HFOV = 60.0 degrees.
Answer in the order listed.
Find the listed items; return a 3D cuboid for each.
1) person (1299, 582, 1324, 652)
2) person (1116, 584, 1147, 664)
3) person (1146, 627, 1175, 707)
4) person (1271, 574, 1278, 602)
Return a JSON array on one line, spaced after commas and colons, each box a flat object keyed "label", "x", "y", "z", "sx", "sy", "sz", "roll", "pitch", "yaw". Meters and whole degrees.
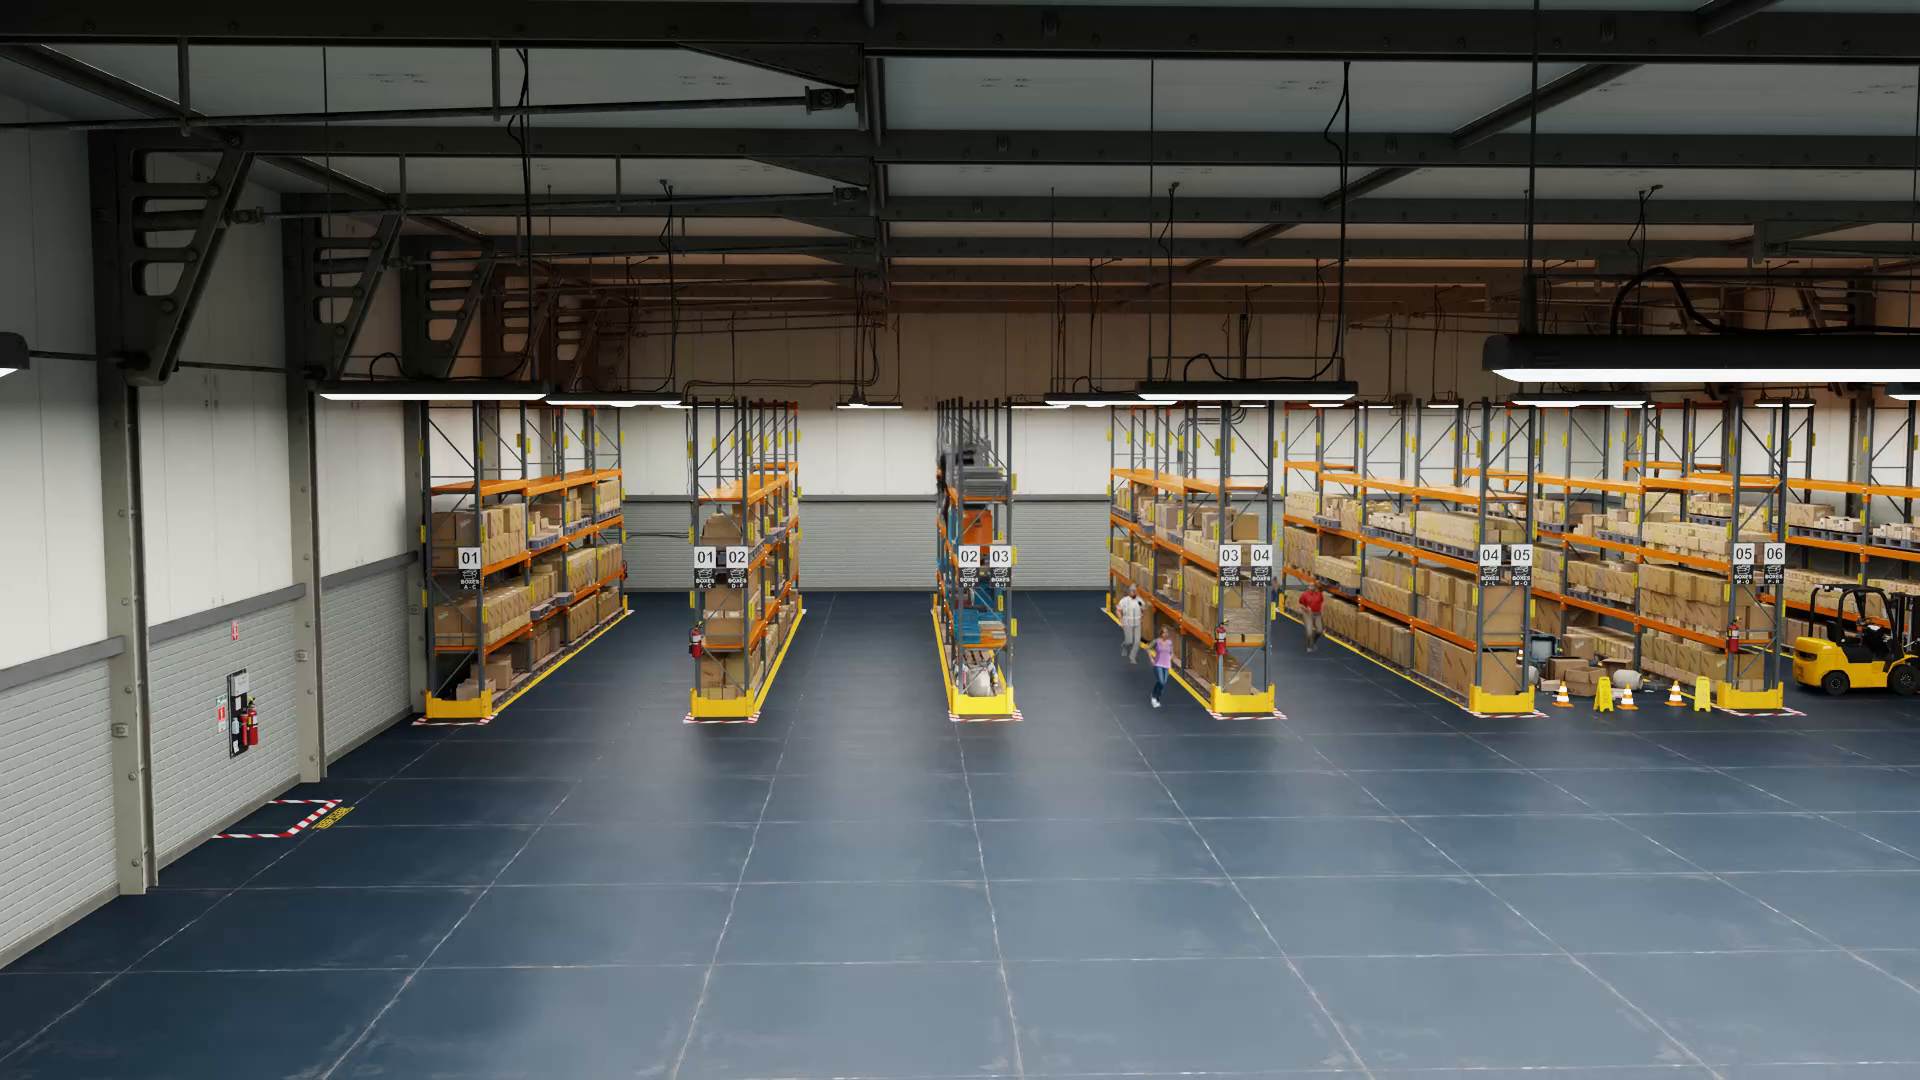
[{"label": "person", "x": 8.359, "y": 1.835, "z": 39.357, "sx": 0.650, "sy": 1.688, "sz": 0.602, "roll": 0, "pitch": 4, "yaw": -4}, {"label": "person", "x": 3.717, "y": 1.800, "z": 35.839, "sx": 0.664, "sy": 1.723, "sz": 0.601, "roll": -1, "pitch": 4, "yaw": -9}, {"label": "person", "x": 3.901, "y": 2.453, "z": 32.154, "sx": 0.513, "sy": 1.553, "sz": 0.622, "roll": -1, "pitch": 5, "yaw": -12}, {"label": "person", "x": 8.185, "y": 1.485, "z": 44.270, "sx": 0.637, "sy": 1.599, "sz": 0.754, "roll": 0, "pitch": 4, "yaw": -2}]
